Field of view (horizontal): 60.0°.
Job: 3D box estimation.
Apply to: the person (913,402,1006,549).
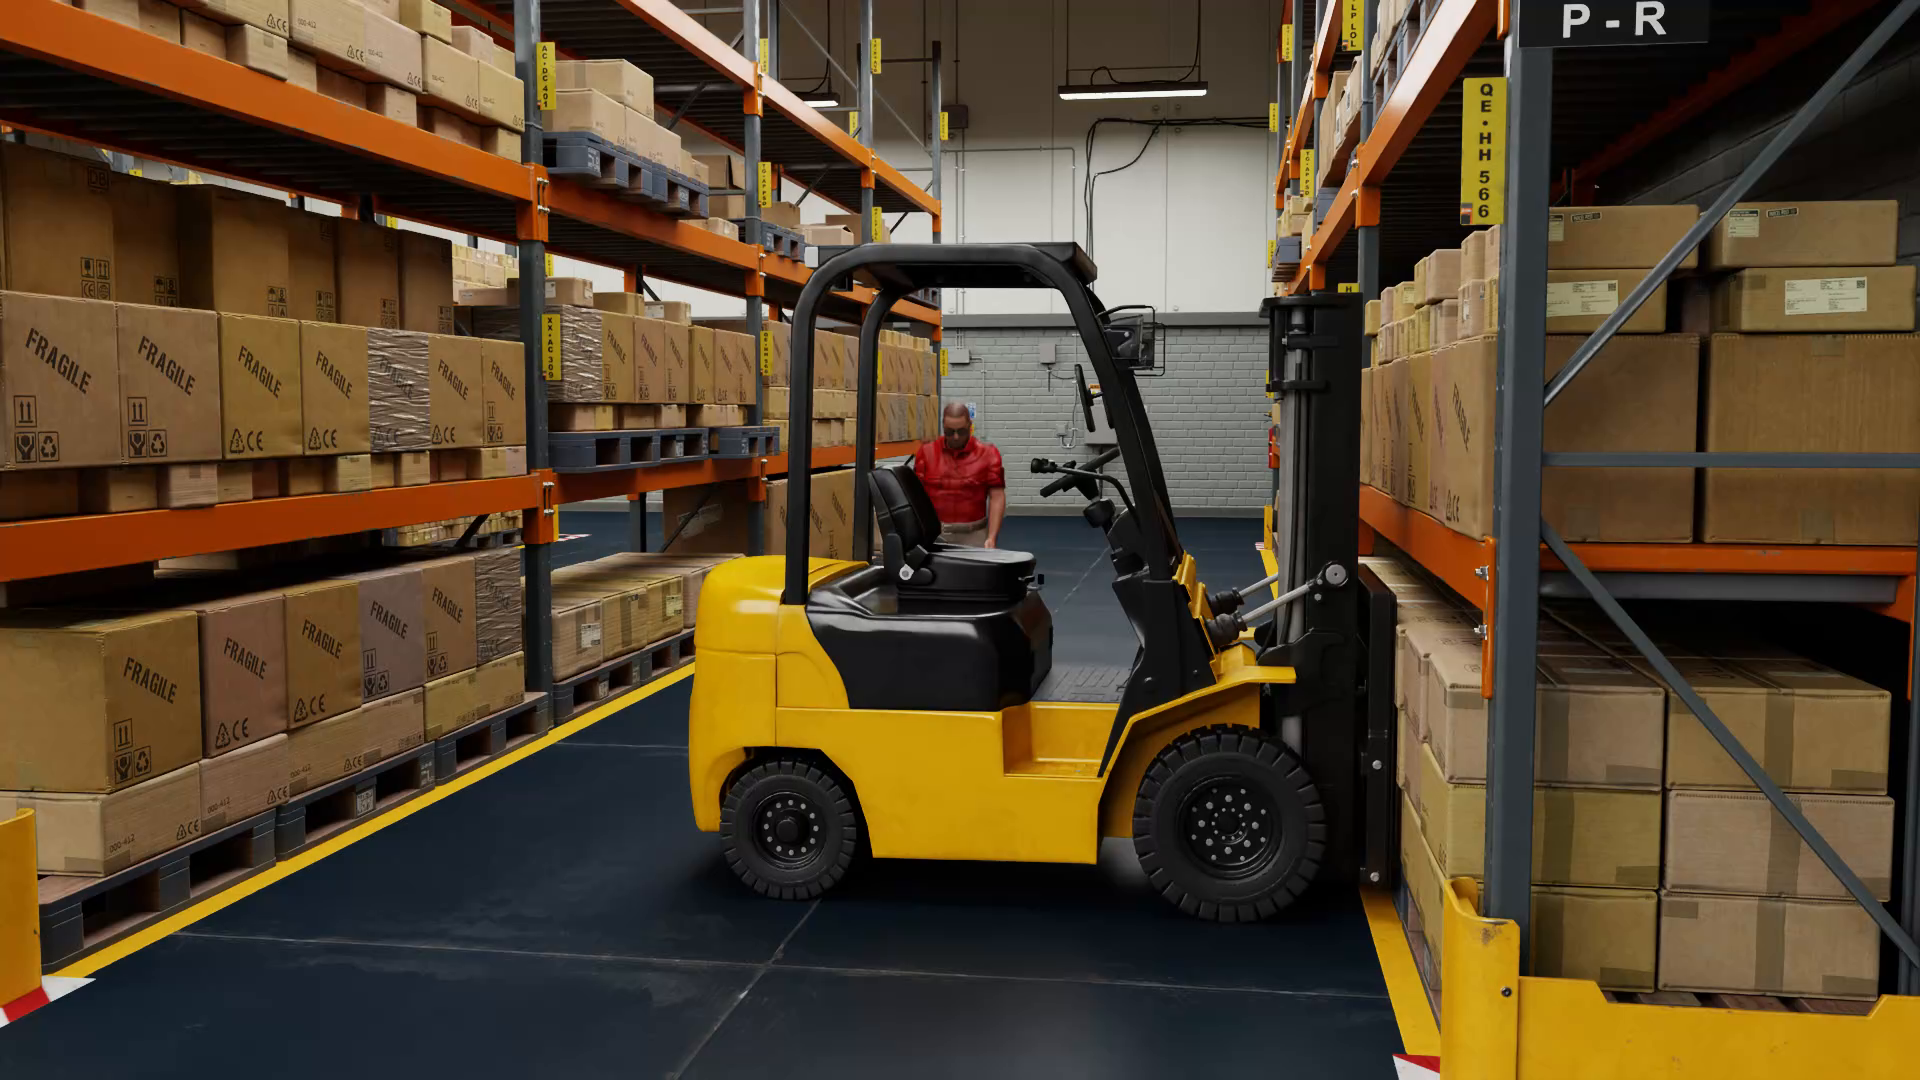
[{"bbox_3d":[-0.009,0.036,9.703,0.557,1.677,0.425,1,5,10],"label":"person"}]
